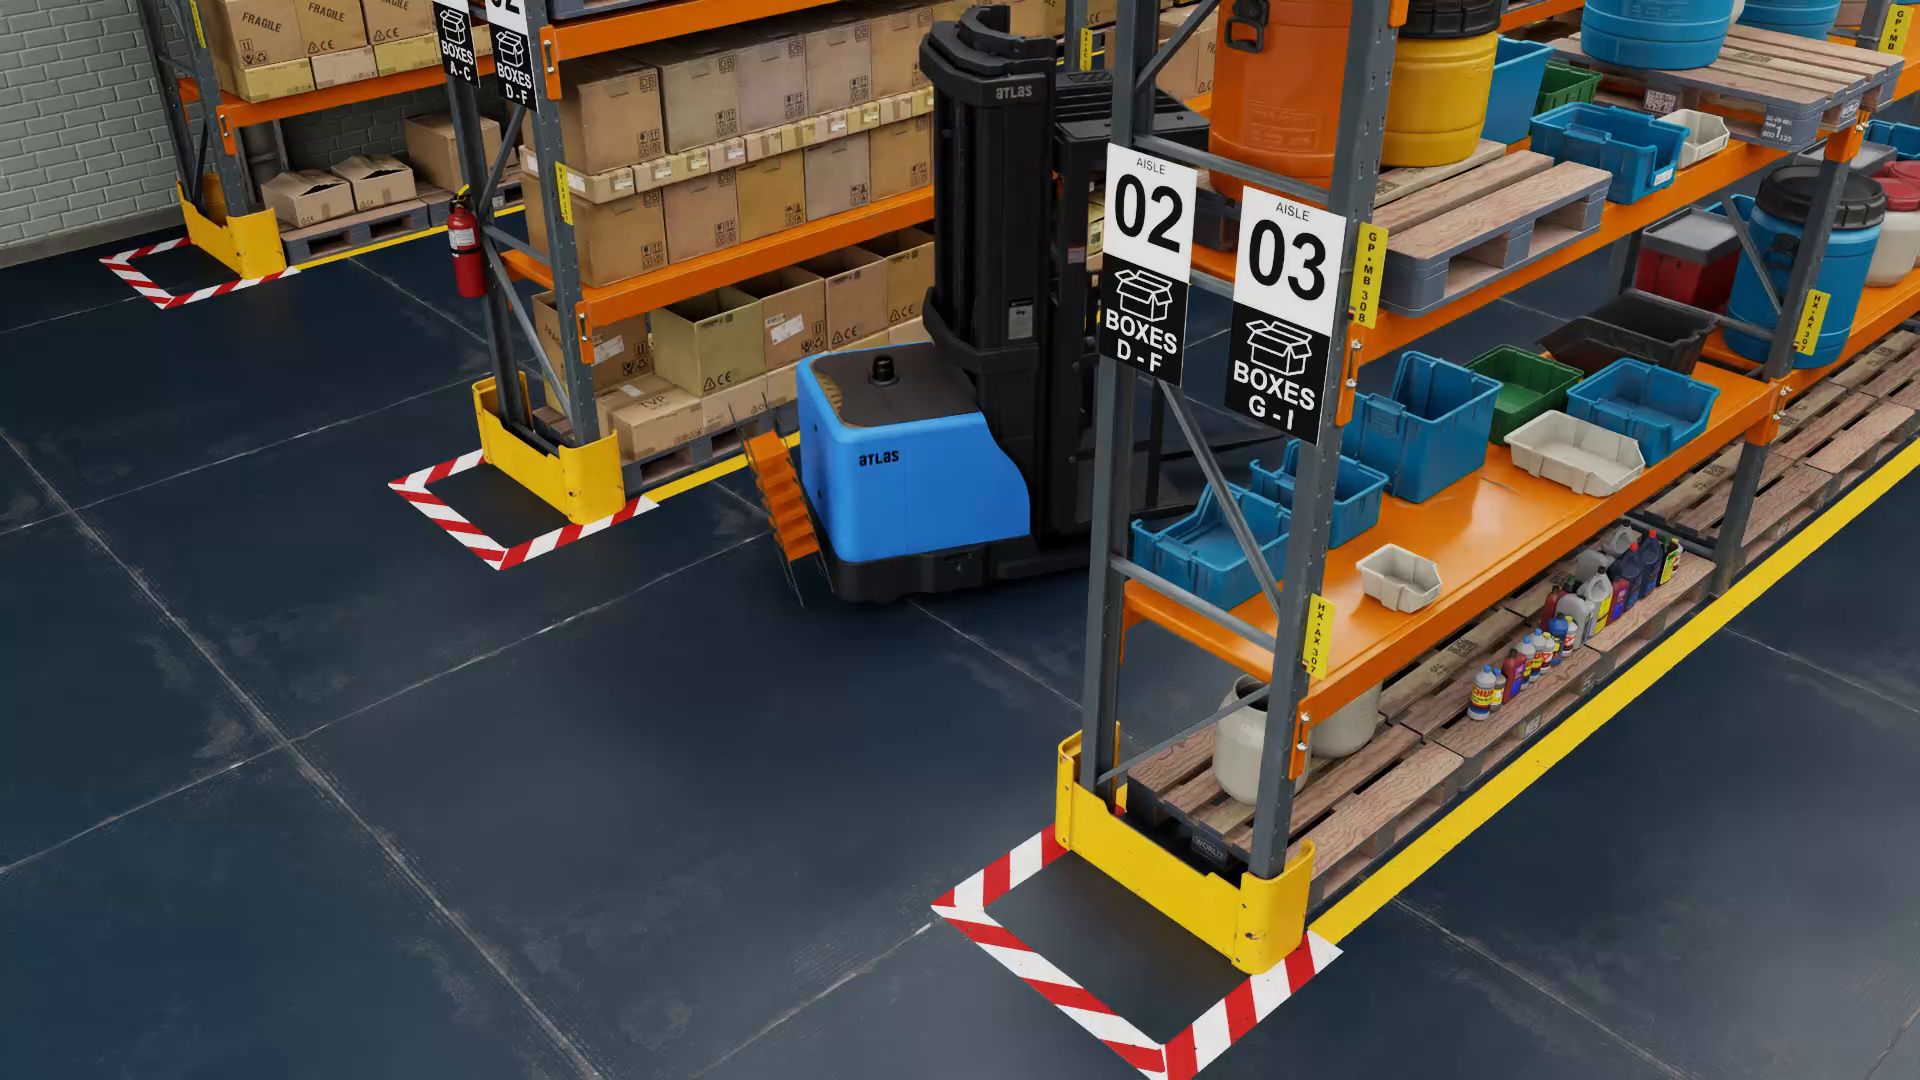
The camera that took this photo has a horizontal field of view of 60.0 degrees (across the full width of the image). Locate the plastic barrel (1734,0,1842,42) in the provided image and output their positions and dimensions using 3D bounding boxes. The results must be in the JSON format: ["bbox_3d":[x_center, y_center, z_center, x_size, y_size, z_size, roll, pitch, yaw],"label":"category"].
[{"bbox_3d":[4.054,-2.925,8.137,0.708,0.901,0.600,-26,40,-35],"label":"plastic barrel"}]

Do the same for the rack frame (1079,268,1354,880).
[{"bbox_3d":[0.896,0.251,6.299,0.127,3.000,1.000,-26,40,-35],"label":"rack frame"}]

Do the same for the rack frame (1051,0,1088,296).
[{"bbox_3d":[0.464,-3.064,11.720,0.127,3.000,1.000,-26,40,-35],"label":"rack frame"}]

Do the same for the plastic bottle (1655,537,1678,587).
[{"bbox_3d":[3.701,0.100,8.728,0.133,0.283,0.061,-24,39,-33],"label":"plastic bottle"}]

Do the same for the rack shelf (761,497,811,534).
[{"bbox_3d":[-0.920,-0.163,8.770,0.180,0.103,0.258,-23,37,-12],"label":"rack shelf"}]

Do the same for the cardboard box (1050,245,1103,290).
[{"bbox_3d":[0.928,-2.119,12.407,0.500,0.250,0.500,-27,40,-37],"label":"cardboard box"}]

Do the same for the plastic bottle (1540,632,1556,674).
[{"bbox_3d":[2.835,0.541,8.085,0.097,0.201,0.097,0,31,0],"label":"plastic bottle"}]

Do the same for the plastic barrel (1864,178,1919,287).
[{"bbox_3d":[5.218,-1.742,9.427,0.433,0.535,0.433,0,31,0],"label":"plastic barrel"}]

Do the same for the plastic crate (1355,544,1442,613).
[{"bbox_3d":[1.771,0.169,6.686,0.250,0.136,0.298,-26,40,-35],"label":"plastic crate"}]

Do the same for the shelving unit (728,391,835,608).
[{"bbox_3d":[-0.929,-0.197,8.744,0.189,1.200,0.258,-23,37,-12],"label":"shelving unit"}]

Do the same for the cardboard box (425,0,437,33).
[{"bbox_3d":[-4.163,-4.398,13.307,0.500,0.500,0.500,-24,39,-34],"label":"cardboard box"}]

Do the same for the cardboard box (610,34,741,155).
[{"bbox_3d":[-1.697,-2.610,9.637,0.500,0.500,0.700,-27,41,-37],"label":"cardboard box"}]

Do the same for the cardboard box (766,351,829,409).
[{"bbox_3d":[-1.194,-1.113,10.762,0.500,0.250,0.500,-26,40,-35],"label":"cardboard box"}]

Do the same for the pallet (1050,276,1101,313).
[{"bbox_3d":[0.978,-2.151,12.899,1.213,0.211,1.003,-26,40,-35],"label":"pallet"}]

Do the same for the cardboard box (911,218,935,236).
[{"bbox_3d":[-0.102,-1.969,11.444,0.500,0.500,0.500,-26,40,-35],"label":"cardboard box"}]

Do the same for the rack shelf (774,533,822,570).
[{"bbox_3d":[-0.872,0.026,8.910,0.180,0.103,0.258,-23,37,-12],"label":"rack shelf"}]

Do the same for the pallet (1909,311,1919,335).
[{"bbox_3d":[7.312,-1.693,12.150,1.213,0.211,1.003,-26,40,-35],"label":"pallet"}]

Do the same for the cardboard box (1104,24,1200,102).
[{"bbox_3d":[1.424,-3.560,12.435,0.500,0.500,0.500,-23,38,-32],"label":"cardboard box"}]

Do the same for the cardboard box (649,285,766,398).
[{"bbox_3d":[-1.559,-1.255,10.275,0.500,0.500,0.500,-26,40,-35],"label":"cardboard box"}]

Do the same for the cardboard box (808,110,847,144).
[{"bbox_3d":[-0.907,-2.566,10.189,0.250,0.149,0.380,-25,40,-35],"label":"cardboard box"}]

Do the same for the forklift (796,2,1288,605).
[{"bbox_3d":[0.658,-1.339,8.965,3.031,2.935,1.130,-9,33,-15],"label":"forklift"}]

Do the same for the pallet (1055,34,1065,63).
[{"bbox_3d":[0.656,-5.438,18.275,1.213,0.211,1.003,-26,40,-35],"label":"pallet"}]

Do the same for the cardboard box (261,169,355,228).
[{"bbox_3d":[-5.272,-2.791,13.428,0.500,0.311,0.500,24,39,34],"label":"cardboard box"}]

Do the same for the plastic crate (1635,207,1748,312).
[{"bbox_3d":[3.976,-1.484,9.075,0.583,0.464,0.402,-26,40,-35],"label":"plastic crate"}]

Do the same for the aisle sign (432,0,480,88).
[{"bbox_3d":[-2.717,-2.843,8.867,0.004,0.787,0.394,-26,40,-35],"label":"aisle sign"}]

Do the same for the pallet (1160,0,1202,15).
[{"bbox_3d":[2.445,-6.303,19.690,1.213,0.211,1.003,-26,40,-35],"label":"pallet"}]

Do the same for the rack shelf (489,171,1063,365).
[{"bbox_3d":[-1.003,-2.048,10.748,4.000,0.370,1.077,-26,40,-35],"label":"rack shelf"}]

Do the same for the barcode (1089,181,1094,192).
[{"bbox_3d":[0.934,-2.526,11.895,0.075,0.075,0.001,-26,40,-35],"label":"barcode"}]

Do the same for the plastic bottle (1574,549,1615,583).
[{"bbox_3d":[3.293,0.165,8.628,0.135,0.276,0.152,-26,40,-35],"label":"plastic bottle"}]

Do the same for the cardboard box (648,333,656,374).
[{"bbox_3d":[-1.918,-1.137,10.801,0.500,0.250,0.500,-26,40,-35],"label":"cardboard box"}]

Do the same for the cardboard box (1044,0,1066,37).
[{"bbox_3d":[0.655,-5.849,17.933,0.750,0.750,0.750,-26,40,-36],"label":"cardboard box"}]

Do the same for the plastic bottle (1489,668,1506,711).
[{"bbox_3d":[2.513,0.696,7.831,0.097,0.201,0.097,0,31,0],"label":"plastic bottle"}]

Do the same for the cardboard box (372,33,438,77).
[{"bbox_3d":[-4.518,-3.903,13.217,0.500,0.250,0.500,-27,40,-36],"label":"cardboard box"}]

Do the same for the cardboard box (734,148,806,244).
[{"bbox_3d":[-1.368,-2.211,10.229,0.500,0.500,0.700,-26,40,-35],"label":"cardboard box"}]

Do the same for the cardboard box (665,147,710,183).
[{"bbox_3d":[-1.659,-2.204,9.596,0.250,0.149,0.380,-26,40,-35],"label":"cardboard box"}]

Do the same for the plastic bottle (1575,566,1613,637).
[{"bbox_3d":[3.175,0.296,8.343,0.185,0.351,0.144,-26,40,-36],"label":"plastic bottle"}]

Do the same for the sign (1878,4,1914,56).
[{"bbox_3d":[4.195,-2.237,7.484,0.005,0.325,0.100,-26,40,-35],"label":"sign"}]

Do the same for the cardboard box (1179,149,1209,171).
[{"bbox_3d":[2.063,-2.907,13.158,0.500,0.311,0.500,-25,39,-34],"label":"cardboard box"}]

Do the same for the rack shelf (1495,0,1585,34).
[{"bbox_3d":[4.864,-4.885,15.388,4.000,0.370,1.077,-26,40,-35],"label":"rack shelf"}]

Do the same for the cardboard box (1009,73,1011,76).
[{"bbox_3d":[0.228,-3.118,11.091,0.250,0.149,0.380,-27,40,-36],"label":"cardboard box"}]

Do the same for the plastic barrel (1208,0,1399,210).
[{"bbox_3d":[1.166,-1.612,5.656,0.708,0.830,0.600,-26,40,-35],"label":"plastic barrel"}]

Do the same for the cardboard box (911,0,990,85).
[{"bbox_3d":[-0.227,-3.321,10.800,0.500,0.500,0.700,-26,40,-36],"label":"cardboard box"}]

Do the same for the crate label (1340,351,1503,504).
[{"bbox_3d":[2.062,-0.521,7.527,0.616,0.435,0.502,-26,40,-35],"label":"crate label"}]

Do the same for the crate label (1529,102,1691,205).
[{"bbox_3d":[2.493,-1.503,6.434,0.408,0.251,0.502,-26,40,-35],"label":"crate label"}]

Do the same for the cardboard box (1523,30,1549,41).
[{"bbox_3d":[5.426,-4.751,16.454,0.500,0.500,0.500,-25,39,-35],"label":"cardboard box"}]

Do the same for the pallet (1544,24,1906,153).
[{"bbox_3d":[3.366,-2.074,7.406,1.003,0.211,1.213,-26,40,-35],"label":"pallet"}]

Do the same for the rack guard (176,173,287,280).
[{"bbox_3d":[-5.784,-2.500,13.193,0.348,0.500,1.175,-26,40,-35],"label":"rack guard"}]

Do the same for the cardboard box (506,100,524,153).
[{"bbox_3d":[-3.641,-3.696,14.727,0.500,0.500,0.500,26,40,35],"label":"cardboard box"}]

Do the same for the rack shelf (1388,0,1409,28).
[{"bbox_3d":[2.363,-2.540,6.186,4.000,0.370,1.077,-26,40,-35],"label":"rack shelf"}]
